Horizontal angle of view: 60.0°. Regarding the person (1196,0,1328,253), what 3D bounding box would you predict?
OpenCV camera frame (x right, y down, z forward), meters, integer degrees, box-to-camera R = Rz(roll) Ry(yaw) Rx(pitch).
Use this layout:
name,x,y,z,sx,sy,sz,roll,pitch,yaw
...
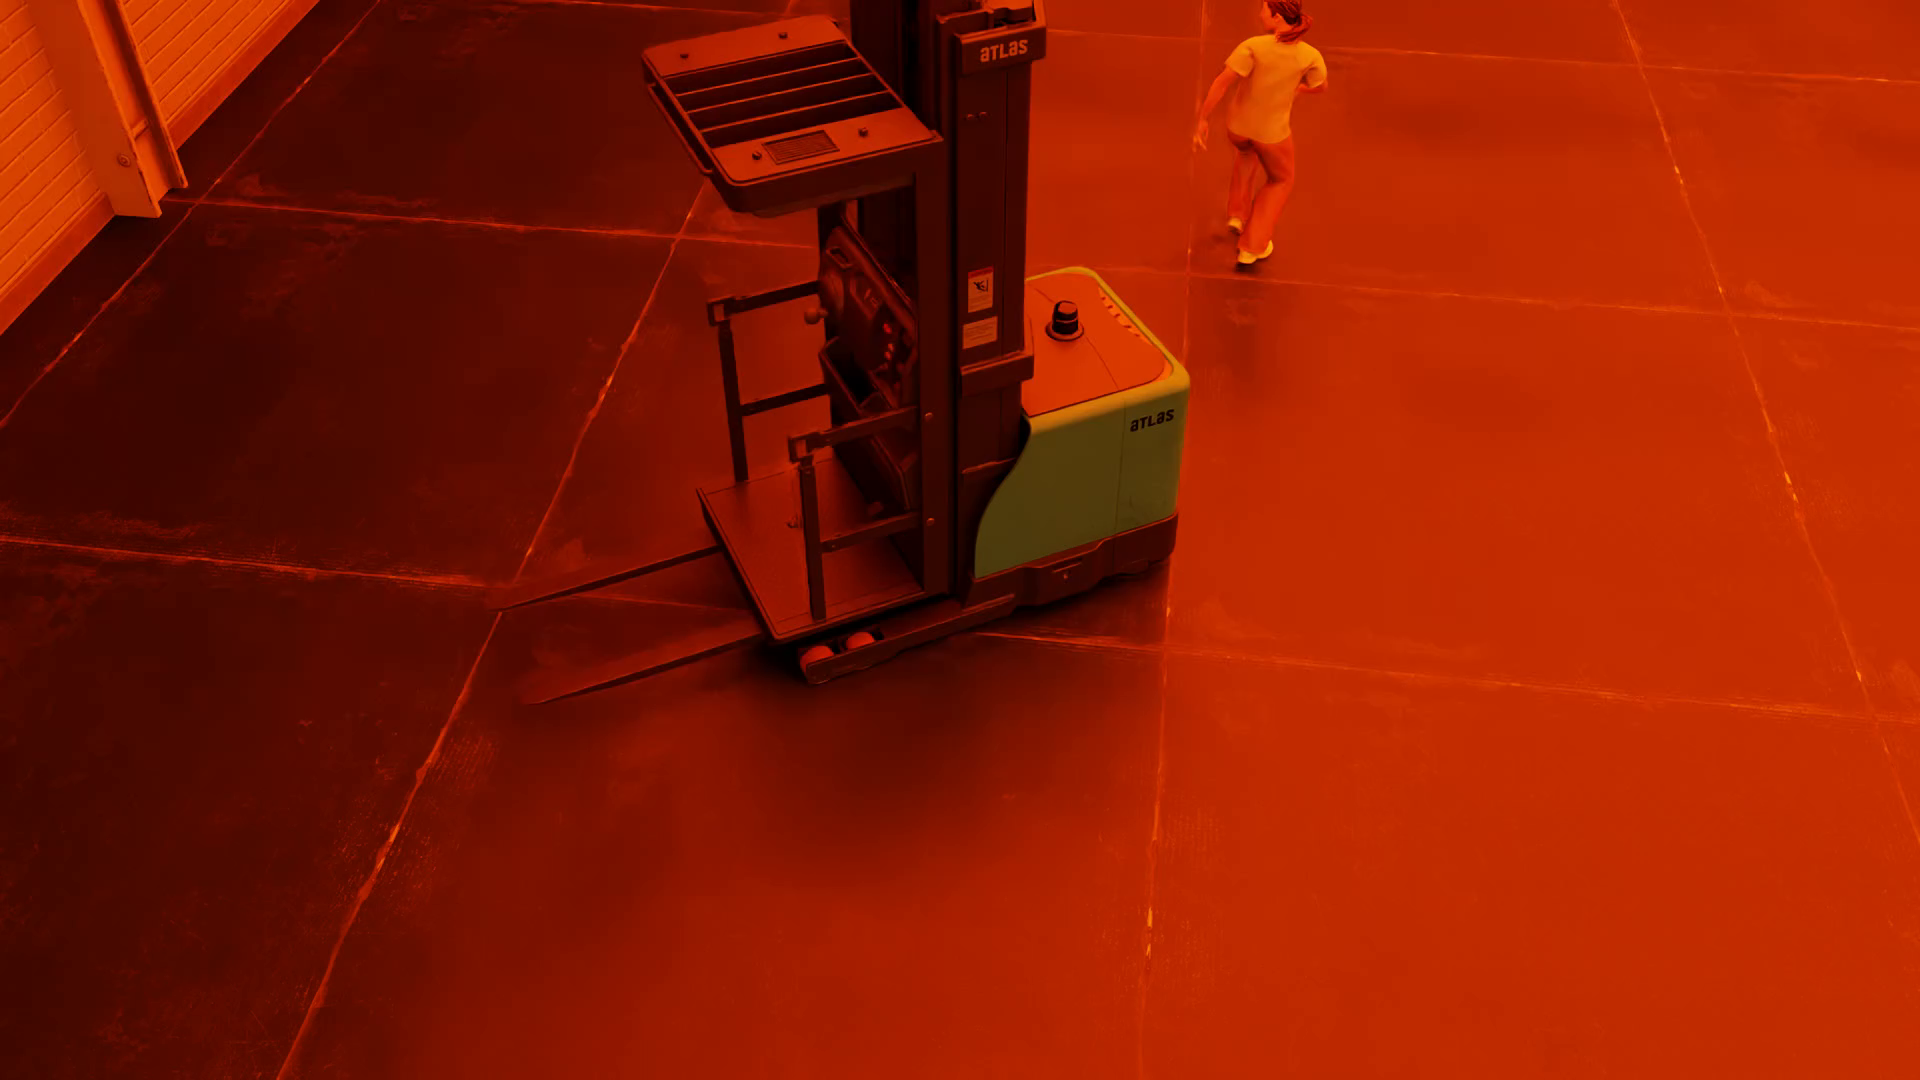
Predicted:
name,x,y,z,sx,sy,sz,roll,pitch,yaw
person,1.674,-2.306,9.166,0.585,1.544,0.700,17,45,18

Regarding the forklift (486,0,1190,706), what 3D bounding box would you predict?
name,x,y,z,sx,sy,sz,roll,pitch,yaw
forklift,-0.560,-0.867,6.669,3.031,2.935,1.130,-17,45,-18
